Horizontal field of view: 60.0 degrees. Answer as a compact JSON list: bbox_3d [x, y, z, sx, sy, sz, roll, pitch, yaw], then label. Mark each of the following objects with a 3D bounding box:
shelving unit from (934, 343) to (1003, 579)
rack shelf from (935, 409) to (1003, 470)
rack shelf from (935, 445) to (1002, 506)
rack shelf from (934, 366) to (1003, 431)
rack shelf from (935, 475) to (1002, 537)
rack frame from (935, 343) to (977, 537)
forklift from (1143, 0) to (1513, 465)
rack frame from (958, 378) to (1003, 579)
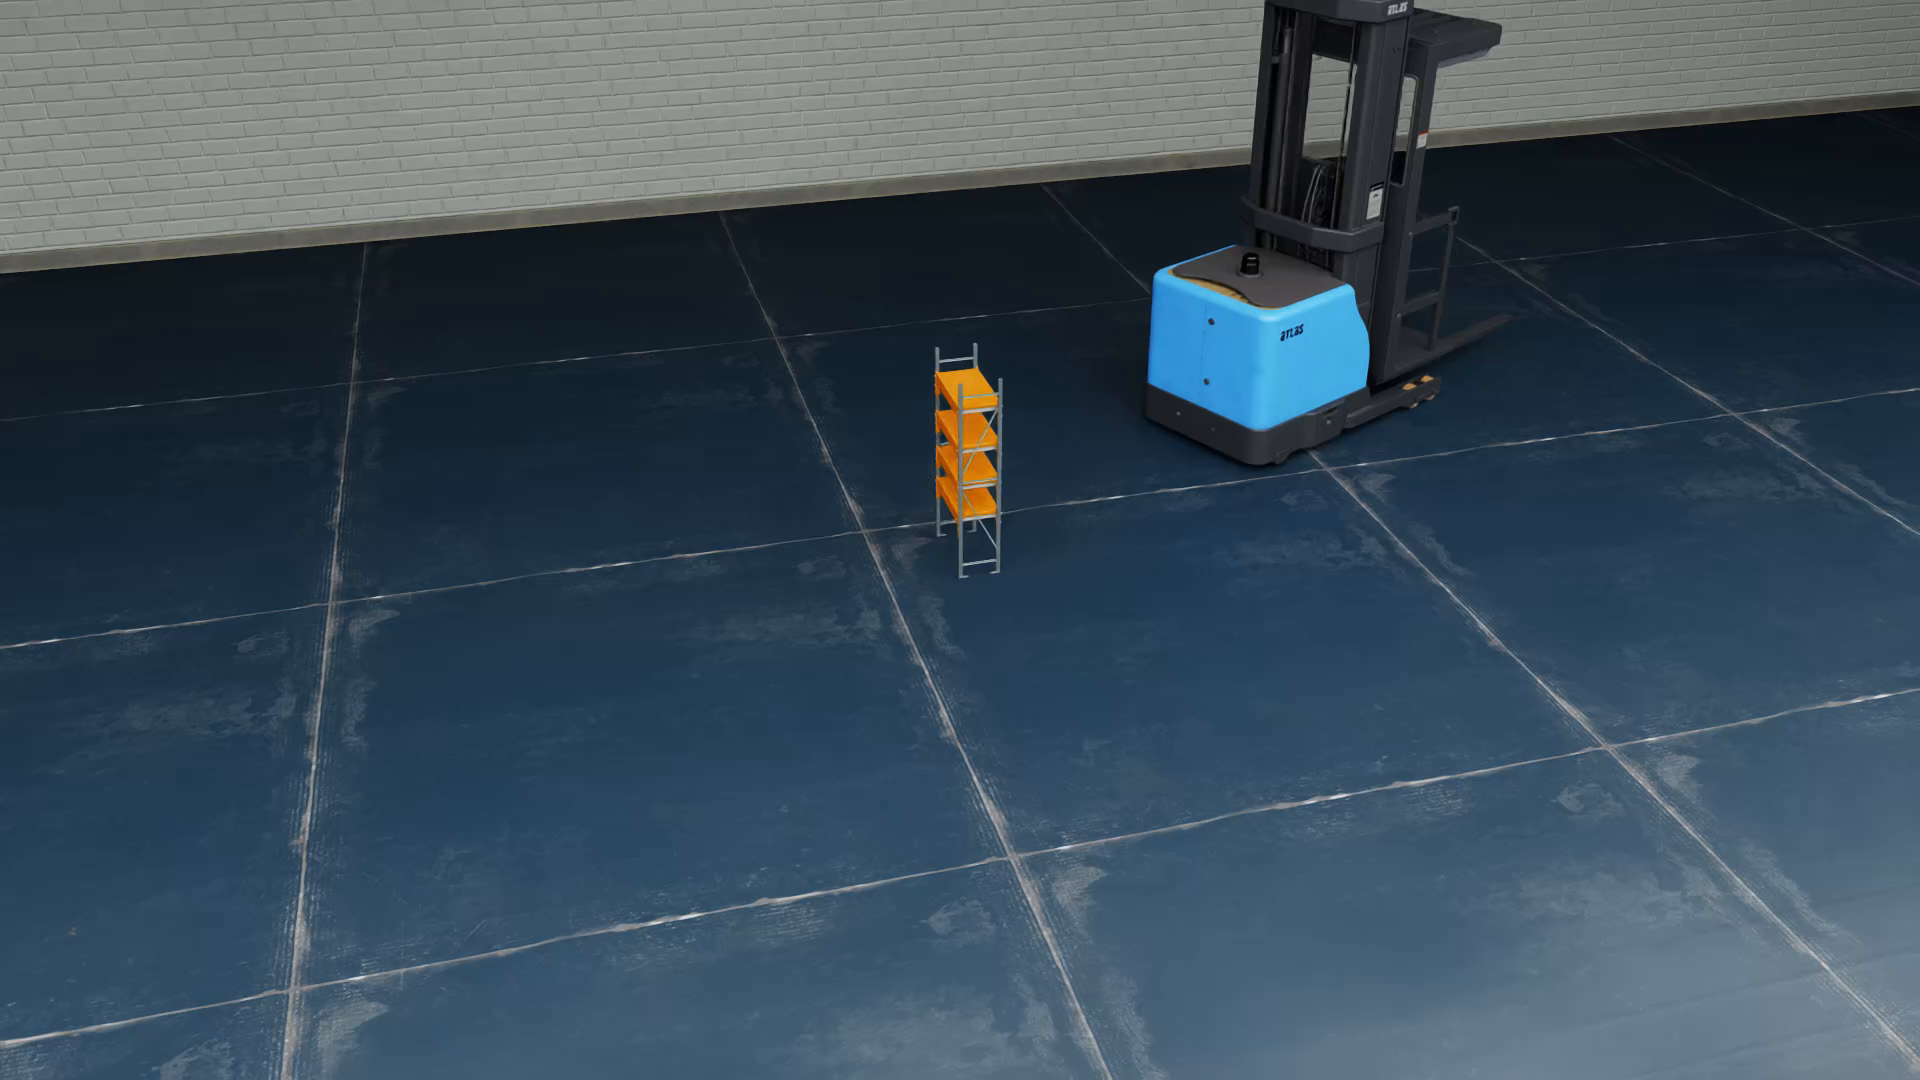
[{"bbox_3d":[0.044,-0.439,9.311,0.258,1.200,0.503,-8,31,-13],"label":"shelving unit"},{"bbox_3d":[0.044,-0.575,9.233,0.258,0.148,0.480,-8,31,-13],"label":"rack shelf"},{"bbox_3d":[0.044,-0.381,9.345,0.258,0.148,0.480,-8,31,-13],"label":"rack shelf"},{"bbox_3d":[0.044,-0.779,9.114,0.258,0.148,0.480,-8,31,-13],"label":"rack shelf"},{"bbox_3d":[0.044,-0.209,9.444,0.258,0.148,0.480,-8,31,-13],"label":"rack shelf"},{"bbox_3d":[-0.021,-0.557,9.515,0.240,1.200,0.015,-8,31,-13],"label":"rack frame"},{"bbox_3d":[2.666,-2.343,10.873,3.031,2.935,1.130,-23,37,-34],"label":"forklift"},{"bbox_3d":[0.109,-0.321,9.108,0.240,1.200,0.015,-8,31,-13],"label":"rack frame"}]
